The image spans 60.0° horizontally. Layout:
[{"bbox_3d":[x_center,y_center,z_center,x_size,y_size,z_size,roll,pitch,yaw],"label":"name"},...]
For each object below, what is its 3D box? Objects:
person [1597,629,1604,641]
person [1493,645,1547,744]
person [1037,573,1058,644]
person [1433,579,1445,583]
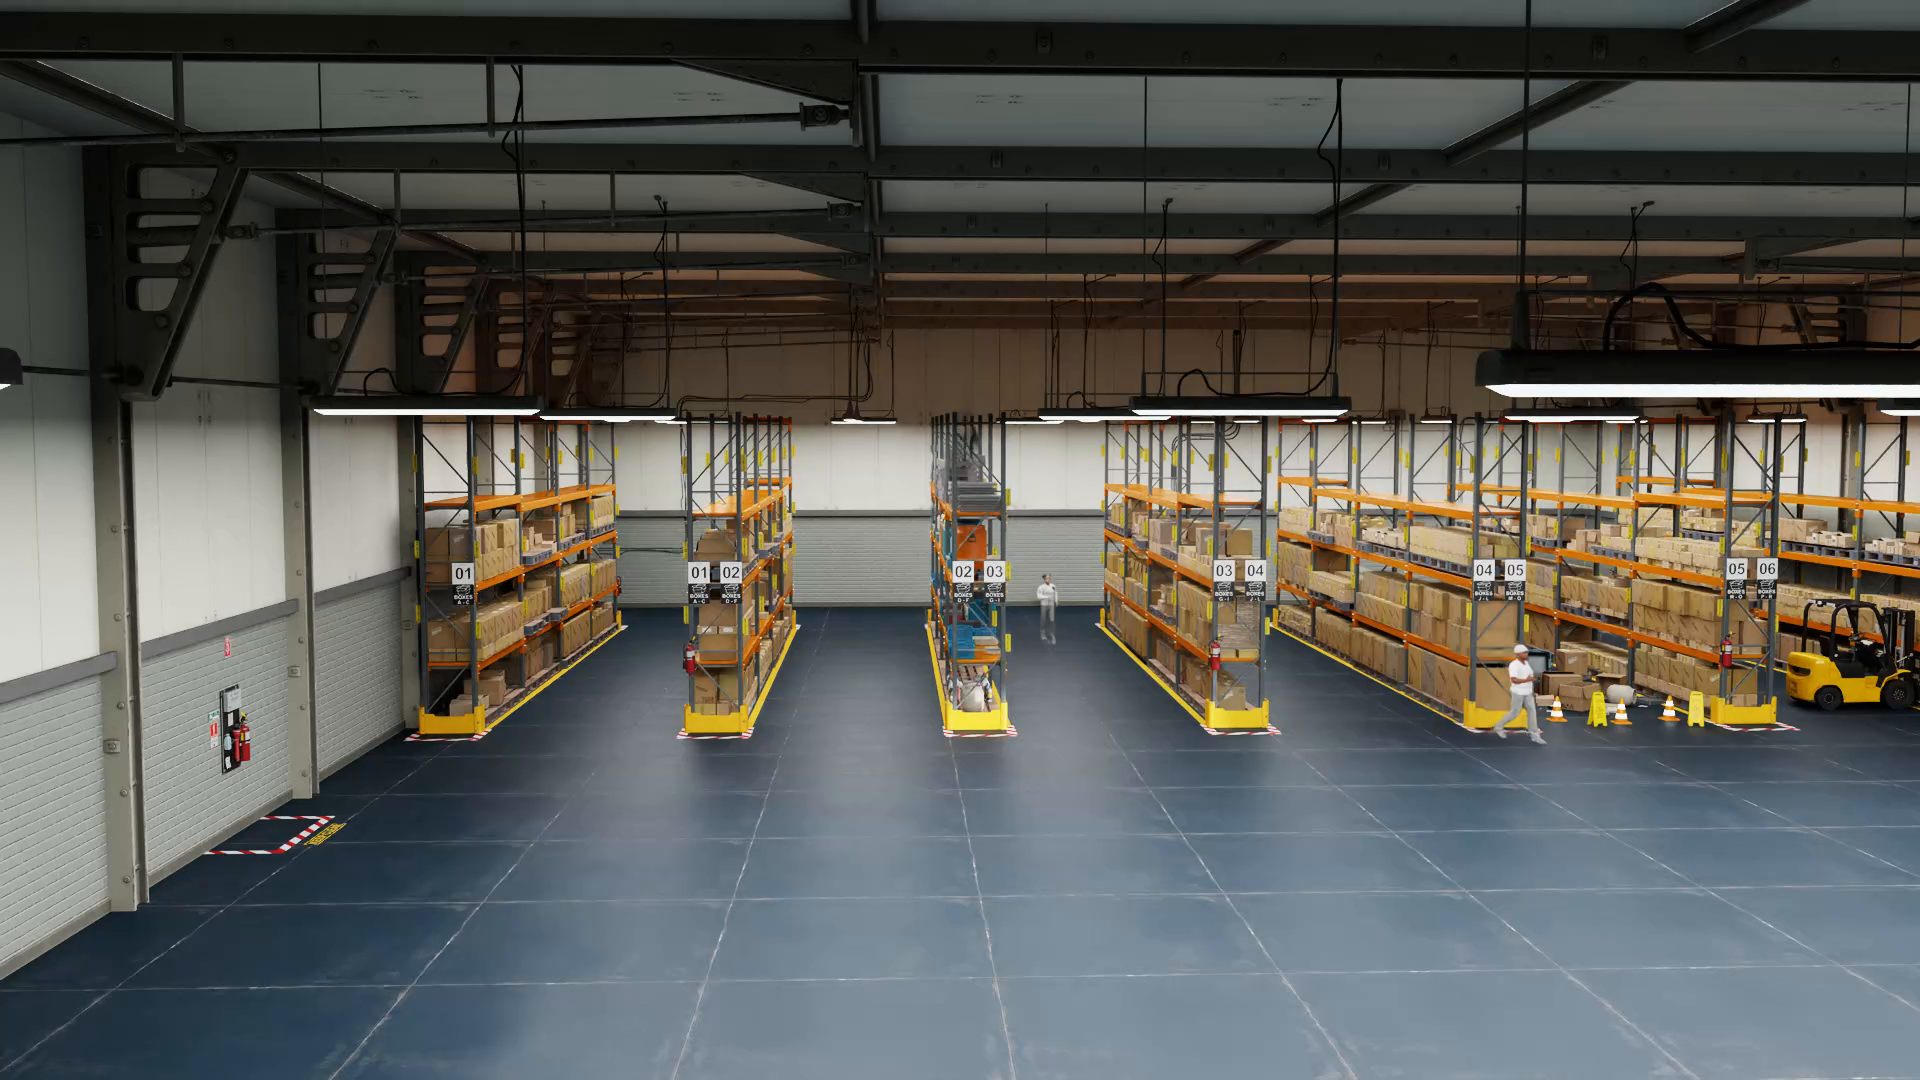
[{"bbox_3d":[16.898,1.851,44.045,0.675,1.745,0.821,-1,4,-11],"label":"person"},{"bbox_3d":[10.137,2.767,30.029,0.697,1.758,0.980,-3,5,-41],"label":"person"},{"bbox_3d":[2.224,1.726,42.167,0.583,1.774,0.736,-1,4,-11],"label":"person"},{"bbox_3d":[14.257,1.594,49.340,0.815,1.595,0.565,1,4,11],"label":"person"}]
